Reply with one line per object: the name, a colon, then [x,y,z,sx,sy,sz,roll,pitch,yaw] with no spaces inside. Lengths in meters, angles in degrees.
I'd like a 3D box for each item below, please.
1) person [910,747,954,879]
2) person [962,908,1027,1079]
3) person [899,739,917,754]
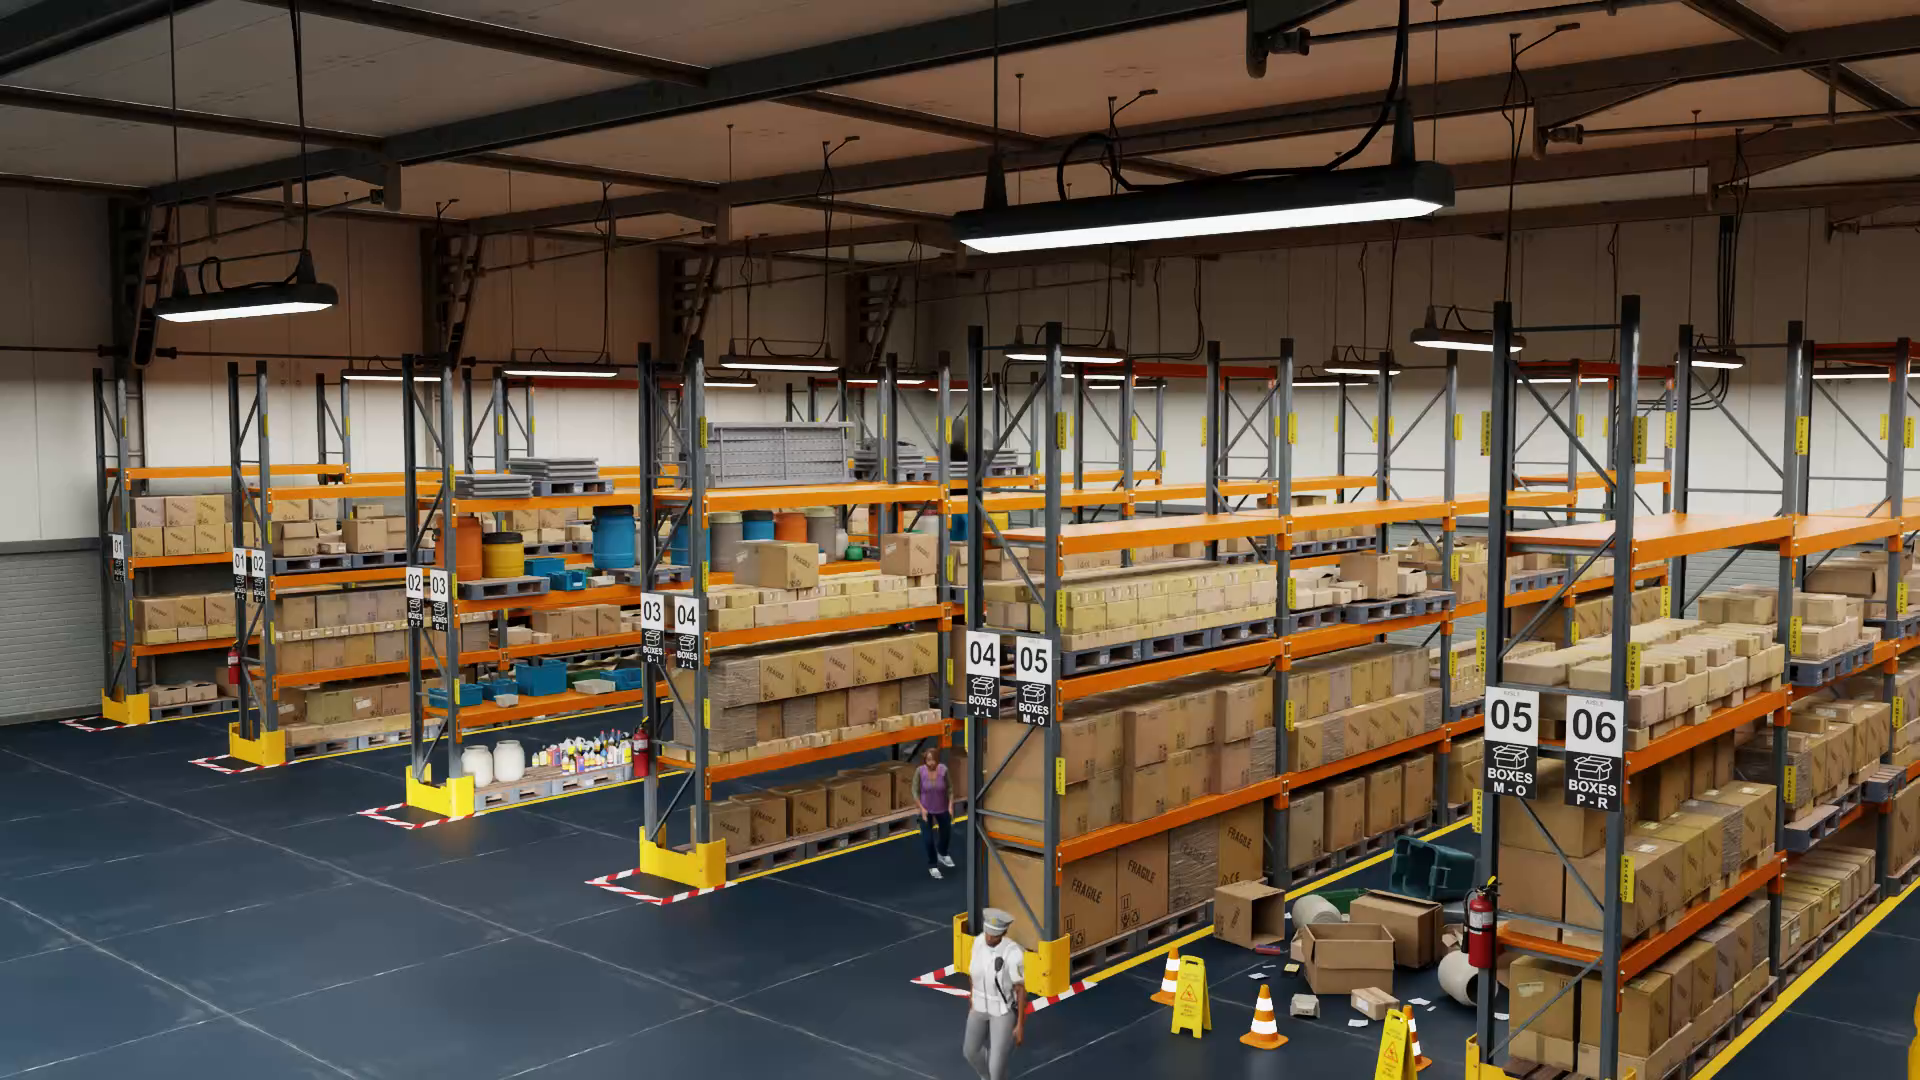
person: [-0.306,3.037,18.697,0.522,1.526,0.713,0,4,-6]
person: [0.265,3.466,12.323,0.718,1.589,0.616,3,5,34]
person: [-0.913,2.434,25.237,0.677,1.705,0.827,4,6,40]
